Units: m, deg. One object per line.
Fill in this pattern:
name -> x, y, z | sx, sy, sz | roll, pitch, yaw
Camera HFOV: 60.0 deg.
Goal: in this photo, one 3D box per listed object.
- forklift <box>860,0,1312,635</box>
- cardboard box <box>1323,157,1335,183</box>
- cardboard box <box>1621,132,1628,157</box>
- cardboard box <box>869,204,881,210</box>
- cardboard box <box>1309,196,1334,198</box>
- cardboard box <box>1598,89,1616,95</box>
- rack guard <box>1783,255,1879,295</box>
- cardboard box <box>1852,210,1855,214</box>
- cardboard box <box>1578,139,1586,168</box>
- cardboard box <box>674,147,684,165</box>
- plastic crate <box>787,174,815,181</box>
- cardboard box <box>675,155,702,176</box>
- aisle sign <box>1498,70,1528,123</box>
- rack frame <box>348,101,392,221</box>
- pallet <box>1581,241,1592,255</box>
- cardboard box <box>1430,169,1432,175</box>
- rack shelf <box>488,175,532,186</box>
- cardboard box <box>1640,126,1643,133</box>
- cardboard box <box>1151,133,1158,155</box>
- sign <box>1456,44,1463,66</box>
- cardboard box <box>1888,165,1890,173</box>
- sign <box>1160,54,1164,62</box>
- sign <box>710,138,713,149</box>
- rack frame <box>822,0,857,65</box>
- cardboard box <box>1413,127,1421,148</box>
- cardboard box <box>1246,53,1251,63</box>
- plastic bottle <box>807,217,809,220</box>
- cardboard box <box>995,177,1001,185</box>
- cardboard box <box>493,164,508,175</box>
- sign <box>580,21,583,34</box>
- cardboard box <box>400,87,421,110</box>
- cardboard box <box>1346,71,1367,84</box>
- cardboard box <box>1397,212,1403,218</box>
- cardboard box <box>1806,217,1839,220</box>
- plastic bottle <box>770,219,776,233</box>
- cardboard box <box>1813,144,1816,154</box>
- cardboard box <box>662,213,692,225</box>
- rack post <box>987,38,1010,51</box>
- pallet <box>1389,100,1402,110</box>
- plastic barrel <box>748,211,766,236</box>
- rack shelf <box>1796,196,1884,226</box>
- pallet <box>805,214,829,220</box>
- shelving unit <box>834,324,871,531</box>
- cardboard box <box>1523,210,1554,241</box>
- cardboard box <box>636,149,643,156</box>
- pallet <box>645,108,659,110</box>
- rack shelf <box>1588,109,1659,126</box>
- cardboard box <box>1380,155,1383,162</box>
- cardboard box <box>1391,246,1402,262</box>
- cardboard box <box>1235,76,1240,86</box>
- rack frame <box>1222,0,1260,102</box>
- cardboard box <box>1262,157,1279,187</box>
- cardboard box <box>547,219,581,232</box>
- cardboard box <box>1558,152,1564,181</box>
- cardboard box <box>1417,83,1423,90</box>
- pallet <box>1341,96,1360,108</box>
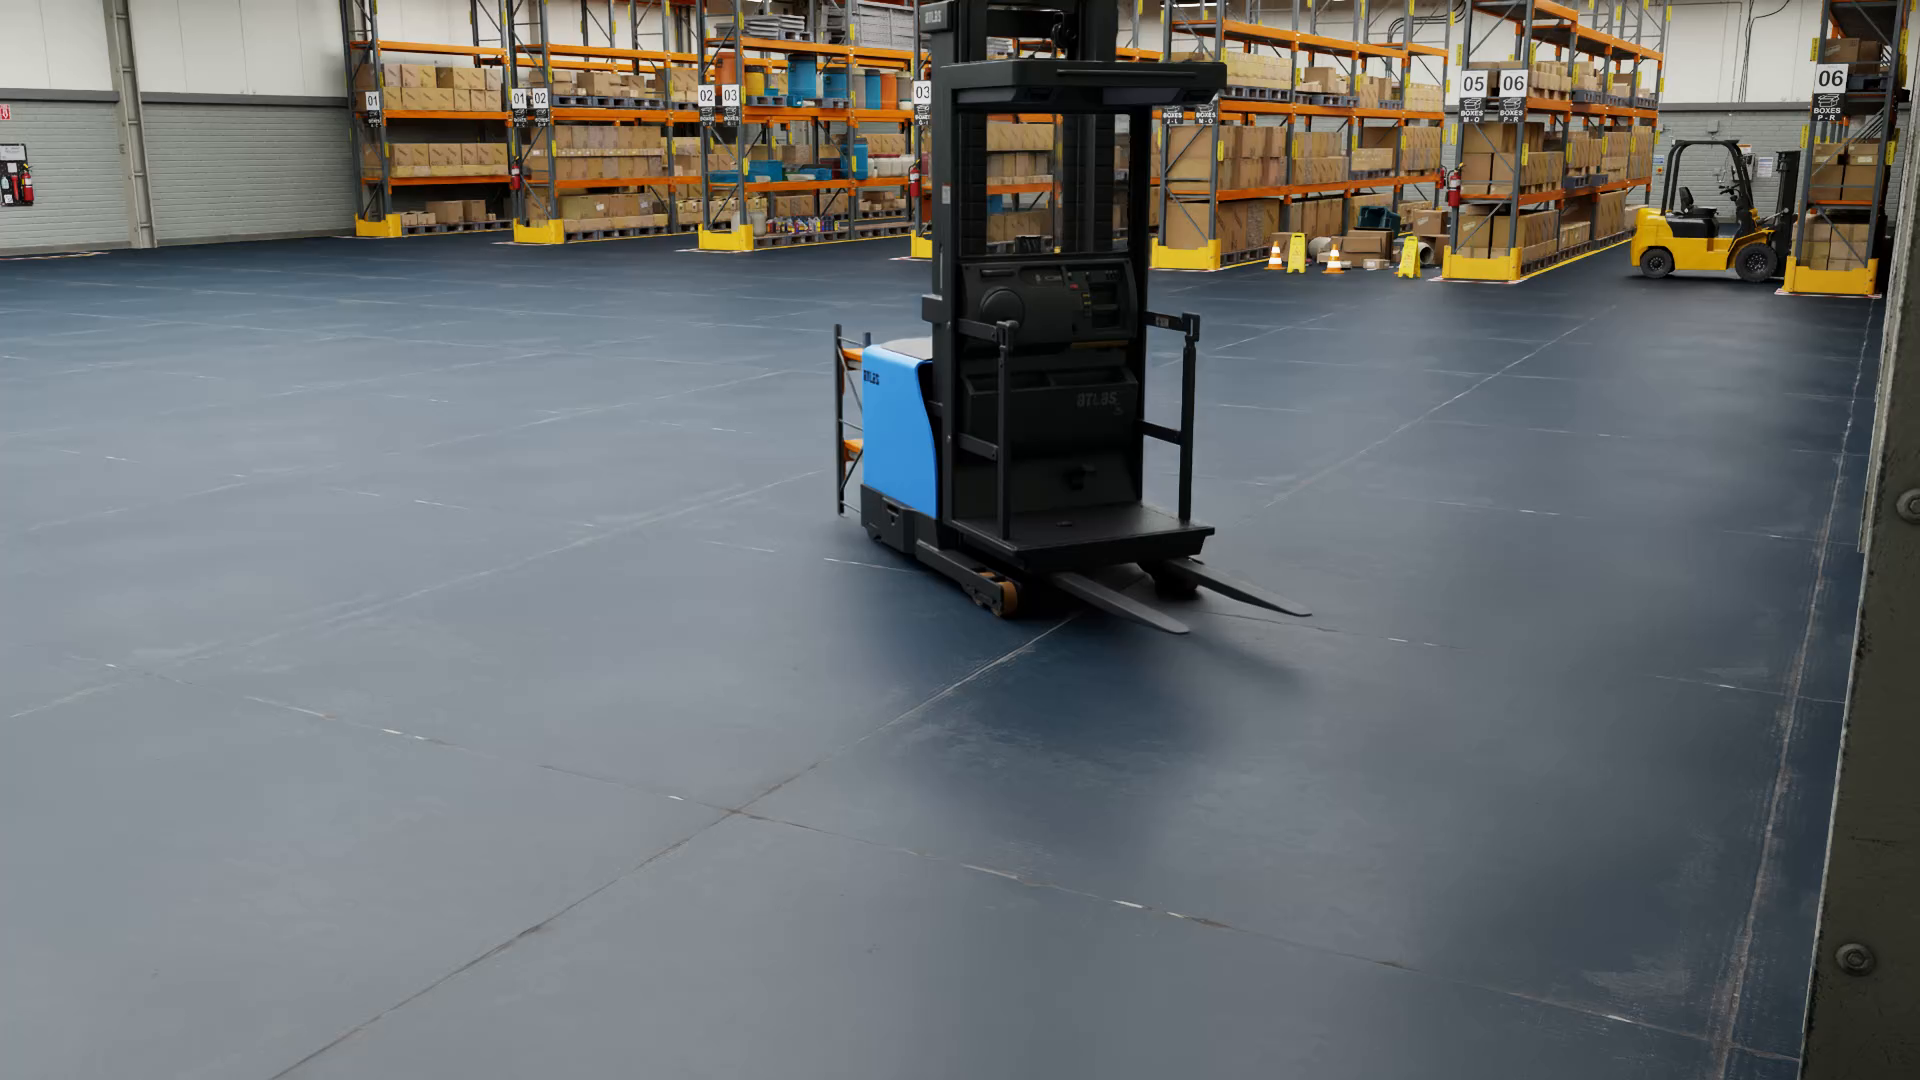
forklift -> 0.535, -1.185, 7.888 | 1.130, 2.935, 3.031 | -6, 15, -25
cardboard box -> 7.310, -7.531, 33.853 | 0.500, 0.500, 0.500 | 7, 15, 27
cardboard box -> 13.852, -8.398, 35.316 | 0.500, 0.500, 0.500 | 8, 16, 29
cardboard box -> -2.451, -9.413, 46.980 | 0.380, 0.166, 0.250 | 7, 15, 28
cardboard box -> 7.877, -7.334, 36.085 | 0.500, 0.250, 0.500 | 7, 15, 27
cardboard box -> 13.309, -9.234, 34.334 | 0.380, 0.166, 0.250 | 9, 16, 33
rack guard -> 12.626, -3.847, 24.118 | 1.175, 0.500, 0.348 | 7, 15, 28
cardboard box -> 17.351, -6.456, 32.661 | 0.380, 0.149, 0.250 | 7, 15, 28
cardboard box -> 11.195, -7.113, 30.588 | 0.500, 0.500, 0.500 | 7, 15, 28
cardboard box -> -8.082, -10.769, 46.605 | 0.500, 0.500, 0.500 | 7, 15, 28
plastic crate -> -3.349, -7.643, 35.094 | 0.530, 0.136, 0.437 | 7, 15, 28
cardboard box -> -6.480, -9.008, 39.978 | 0.500, 0.500, 0.500 | 9, 16, 32
aisle sign -> 8.532, -6.845, 25.672 | 0.394, 0.787, 0.004 | 7, 15, 28
rack frame -> -13.392, -8.435, 37.816 | 1.000, 3.000, 0.127 | 7, 15, 28
pallet -> 11.779, -5.754, 32.646 | 1.003, 0.211, 1.213 | 7, 15, 28
cardboard box -> 11.472, -9.130, 41.236 | 0.380, 0.149, 0.250 | 7, 15, 27
rack shelf -> -10.492, -9.316, 43.006 | 1.077, 0.370, 4.000 | 7, 15, 28
cardboard box -> 15.225, -9.286, 37.616 | 0.380, 0.149, 0.250 | 7, 15, 28
cardboard box -> 4.168, -9.211, 38.679 | 0.797, 0.503, 0.637 | 8, 16, 29
sign -> 7.815, -7.584, 25.998 | 0.100, 0.325, 0.005 | 7, 15, 28
cardboard box -> 16.532, -6.755, 30.100 | 0.500, 0.250, 0.500 | 8, 16, 29
sign -> 3.441, -8.083, 28.236 | 0.100, 0.325, 0.005 | 7, 15, 28
sign -> -7.112, -11.362, 47.655 | 0.100, 0.325, 0.005 | 7, 15, 28
rack frame -> -3.253, -13.253, 45.000 | 1.000, 3.000, 0.127 | 7, 15, 28
cardboard box -> 10.649, -9.583, 39.596 | 0.500, 0.500, 0.500 | 8, 16, 29
cardboard box -> 4.841, -8.386, 28.938 | 0.380, 0.149, 0.250 | 7, 15, 27
plastic bottle -> -3.363, -6.929, 36.428 | 0.061, 0.283, 0.133 | 7, 15, 28
cardboard box -> 0.561, -6.918, 32.059 | 0.380, 0.149, 0.250 | 7, 15, 28
cardboard box -> -11.422, -9.061, 40.690 | 0.500, 0.250, 0.500 | 7, 15, 28
sign -> -10.012, -13.586, 44.051 | 0.100, 0.325, 0.005 | 7, 15, 28
cardboard box -> -12.721, -10.098, 38.058 | 0.500, 0.500, 0.500 | 9, 16, 32
cardboard box -> 8.463, -9.846, 35.424 | 0.396, 0.266, 0.258 | 7, 15, 28
cardboard box -> 10.165, -7.632, 39.036 | 0.380, 0.149, 0.250 | 8, 16, 31
cardboard box -> 13.577, -4.970, 26.282 | 0.500, 0.250, 0.500 | 8, 16, 30
plastic bottle -> -3.976, -6.669, 35.348 | 0.061, 0.283, 0.133 | 7, 15, 28
cardboard box -> 12.719, -5.727, 24.351 | 0.380, 0.149, 0.250 | 7, 15, 28
cardboard box -> -6.709, -7.617, 39.395 | 0.500, 0.250, 0.500 | 7, 15, 27
rack post -> 0.647, -12.485, 41.976 | 0.937, 0.300, 0.954 | 7, 15, 27
pallet -> 9.318, -9.883, 37.823 | 1.213, 0.211, 1.003 | 7, 15, 28
plastic barrel -> -4.226, -6.554, 34.425 | 0.421, 0.512, 0.421 | 0, 14, 0
rack shelf -> 13.605, -5.128, 25.632 | 1.077, 0.370, 4.000 | 7, 15, 28
pallet -> -4.202, -8.558, 44.278 | 1.003, 0.211, 1.213 | 7, 15, 28
shelving unit -> -0.151, -0.702, 9.740 | 1.048, 1.125, 0.538 | -6, 15, -24
cardboard box -> 9.929, -5.425, 28.701 | 0.500, 0.500, 0.500 | 8, 16, 29
cardboard box -> -7.436, -8.821, 37.818 | 0.380, 0.149, 0.250 | 7, 15, 28
pallet -> -8.722, -11.811, 45.821 | 1.003, 0.211, 1.213 | 8, 16, 31
rack shelf -> 15.059, -9.609, 37.822 | 1.077, 0.370, 4.000 | 7, 15, 28
cardboard box -> 9.313, -8.592, 37.472 | 0.380, 0.149, 0.250 | 7, 15, 26
cardboard box -> 7.952, -5.196, 30.215 | 0.258, 0.266, 0.396 | -3, 14, -11
cardboard box -> 4.599, -7.895, 28.604 | 0.380, 0.149, 0.250 | 7, 15, 28
rack frame -> 7.351, -12.950, 43.745 | 1.000, 3.000, 0.127 | 7, 15, 28
cardboard box -> 5.429, -6.870, 31.004 | 0.875, 0.550, 0.550 | 7, 15, 28
cardboard box -> -8.600, -6.827, 36.116 | 0.500, 0.250, 0.500 | 7, 15, 28
cardboard box -> 10.228, -6.523, 29.037 | 0.500, 0.500, 0.500 | 7, 15, 27
cardboard box -> 10.740, -10.749, 39.418 | 0.380, 0.149, 0.250 | 8, 16, 31
pallet -> 7.512, -9.038, 34.321 | 1.213, 0.211, 1.003 | 8, 16, 31
